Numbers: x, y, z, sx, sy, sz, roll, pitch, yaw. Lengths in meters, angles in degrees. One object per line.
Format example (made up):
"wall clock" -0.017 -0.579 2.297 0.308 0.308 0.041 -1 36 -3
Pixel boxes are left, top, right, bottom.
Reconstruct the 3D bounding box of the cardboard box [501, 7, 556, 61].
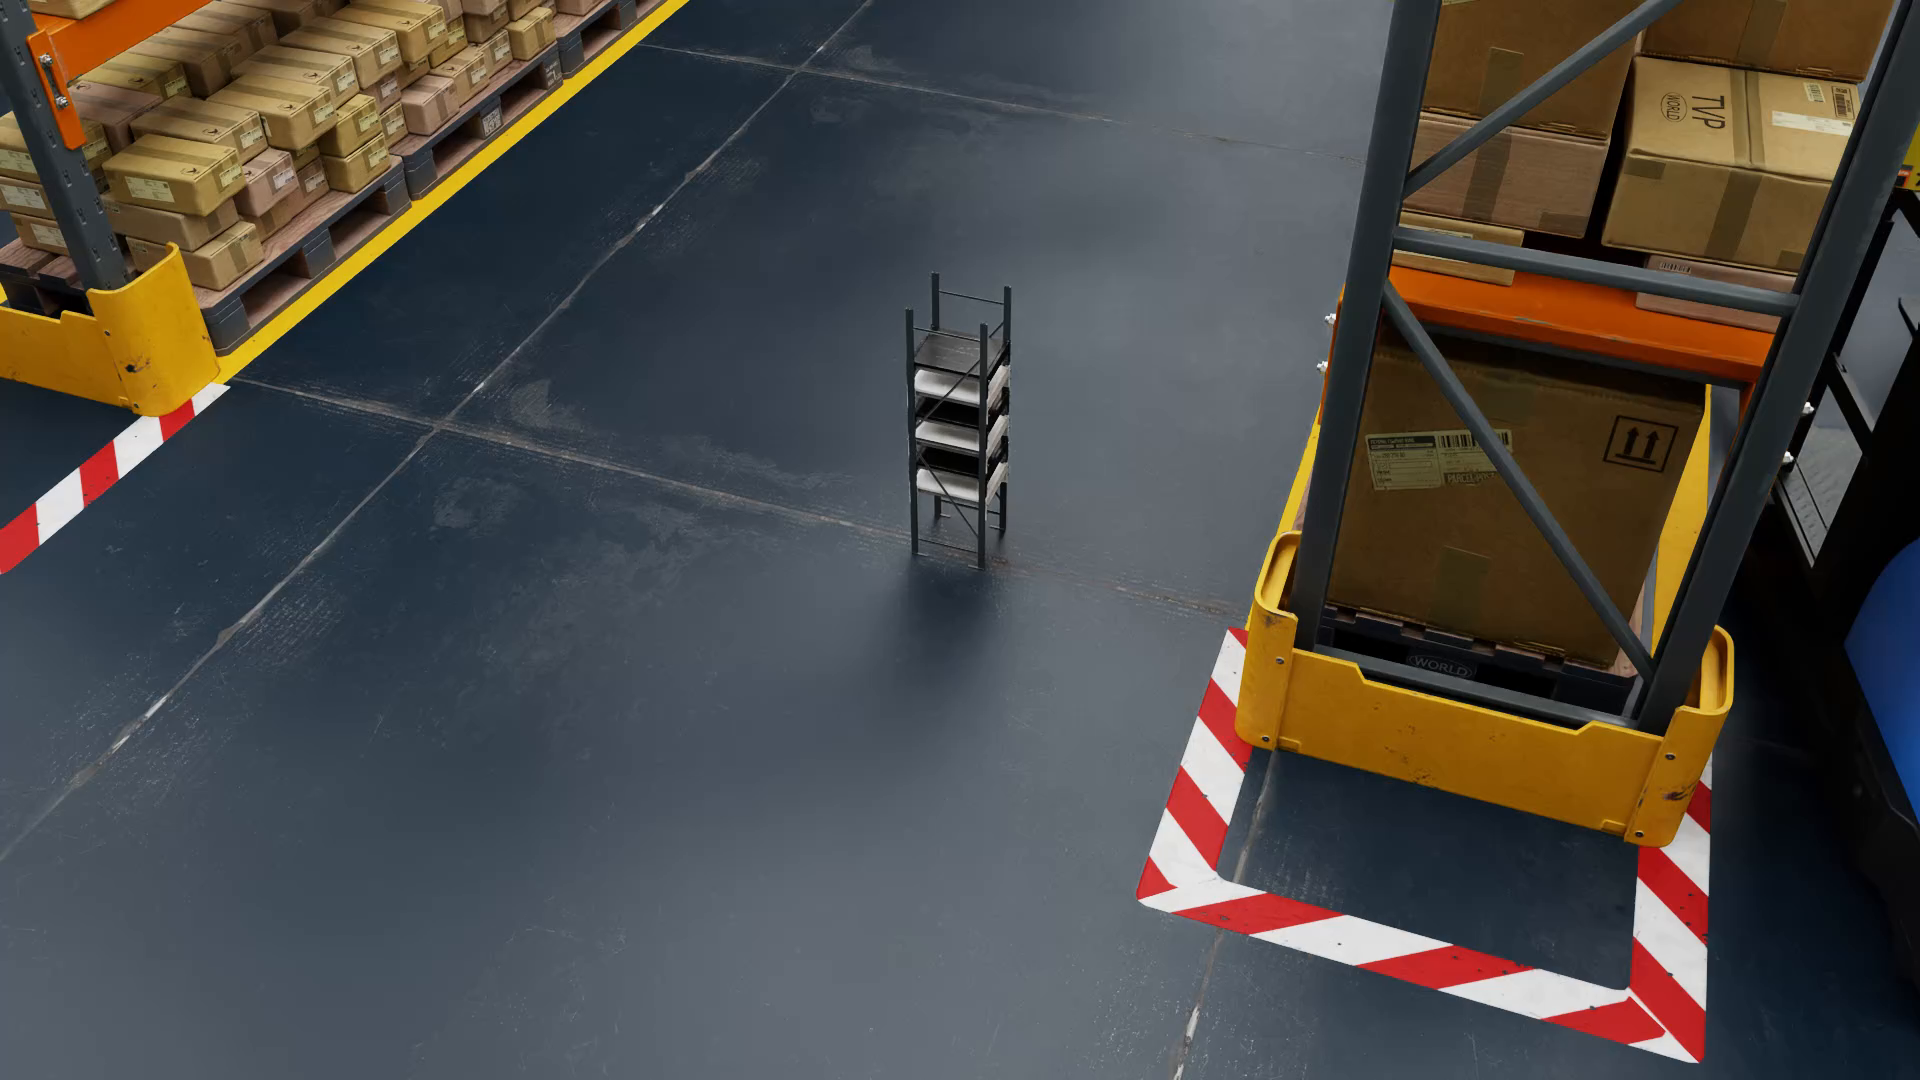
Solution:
"cardboard box" -2.064 -2.310 7.519 0.380 0.149 0.250 13 42 15

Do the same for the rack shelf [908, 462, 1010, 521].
"rack shelf" -0.003 -0.175 5.091 0.258 0.077 0.200 13 42 15

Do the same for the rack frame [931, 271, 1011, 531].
"rack frame" 0.032 -0.399 5.025 0.240 0.900 0.006 13 42 15

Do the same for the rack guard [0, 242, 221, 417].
"rack guard" -3.238 -0.837 5.845 1.175 0.500 0.348 13 42 15

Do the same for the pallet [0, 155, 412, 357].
"pallet" -2.927 -1.214 6.511 1.003 0.211 1.213 13 42 15

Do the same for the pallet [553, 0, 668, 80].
"pallet" -2.092 -2.703 8.255 1.003 0.211 1.213 13 42 15

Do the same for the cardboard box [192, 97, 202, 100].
"cardboard box" -3.175 -1.632 6.496 0.380 0.149 0.250 12 42 13

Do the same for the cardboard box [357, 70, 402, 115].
"cardboard box" -2.505 -1.831 6.729 0.380 0.149 0.250 11 42 13

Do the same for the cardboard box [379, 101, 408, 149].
"cardboard box" -2.505 -1.704 6.809 0.380 0.149 0.250 13 42 15

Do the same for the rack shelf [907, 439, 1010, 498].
"rack shelf" -0.003 -0.244 5.032 0.258 0.077 0.200 13 42 15

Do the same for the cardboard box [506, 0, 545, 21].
"cardboard box" -2.108 -2.481 7.490 0.380 0.149 0.250 14 43 16

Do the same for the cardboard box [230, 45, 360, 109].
"cardboard box" -2.571 -1.777 6.436 0.380 0.149 0.250 11 42 13

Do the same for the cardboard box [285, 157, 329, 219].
"cardboard box" -2.693 -1.396 6.448 0.380 0.149 0.250 14 42 16

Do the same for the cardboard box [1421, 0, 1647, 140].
"cardboard box" 1.282 -1.276 3.743 0.500 0.500 0.500 14 42 16

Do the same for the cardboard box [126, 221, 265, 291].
"cardboard box" -2.784 -1.065 6.060 0.380 0.149 0.250 14 42 16

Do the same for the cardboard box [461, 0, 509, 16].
"cardboard box" -2.150 -2.396 7.162 0.380 0.149 0.250 12 42 14

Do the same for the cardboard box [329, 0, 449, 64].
"cardboard box" -2.334 -2.094 6.808 0.380 0.149 0.250 14 42 16

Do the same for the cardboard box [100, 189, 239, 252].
"cardboard box" -2.843 -1.192 5.980 0.380 0.149 0.250 15 43 17

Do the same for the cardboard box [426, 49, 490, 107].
"cardboard box" -2.267 -2.011 7.169 0.380 0.149 0.250 13 42 15

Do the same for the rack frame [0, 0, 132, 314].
"rack frame" -3.264 -1.741 4.980 1.000 3.000 0.127 13 42 15

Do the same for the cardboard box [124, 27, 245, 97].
"cardboard box" -3.064 -1.892 6.572 0.380 0.149 0.250 12 42 13

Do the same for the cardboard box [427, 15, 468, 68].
"cardboard box" -2.349 -2.168 7.124 0.380 0.149 0.250 15 43 17

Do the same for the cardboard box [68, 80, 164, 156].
"cardboard box" -3.181 -1.562 6.185 0.380 0.149 0.250 14 42 16

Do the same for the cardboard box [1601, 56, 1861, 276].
"cardboard box" 1.781 -0.868 3.842 0.500 0.250 0.500 12 42 14

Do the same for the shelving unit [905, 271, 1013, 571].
"shelving unit" -0.003 -0.337 4.952 0.258 0.900 0.210 13 42 15

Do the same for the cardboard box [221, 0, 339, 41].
"cardboard box" -2.830 -2.205 6.938 0.380 0.149 0.250 12 42 14

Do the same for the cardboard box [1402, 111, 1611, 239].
"cardboard box" 1.279 -0.989 3.985 0.500 0.250 0.500 13 42 14

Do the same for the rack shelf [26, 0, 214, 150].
"rack shelf" -2.580 -2.687 6.643 1.077 0.370 4.000 13 42 15

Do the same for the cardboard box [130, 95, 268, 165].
"cardboard box" -2.784 -1.482 6.090 0.380 0.149 0.250 14 42 16

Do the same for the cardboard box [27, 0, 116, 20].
"cardboard box" -2.845 -1.770 5.208 0.380 0.149 0.250 13 42 15

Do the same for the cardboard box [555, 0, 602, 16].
"cardboard box" -1.907 -2.626 7.890 0.380 0.149 0.250 12 42 14

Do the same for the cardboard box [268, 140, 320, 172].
"cardboard box" -2.696 -1.516 6.359 0.380 0.149 0.250 14 42 16

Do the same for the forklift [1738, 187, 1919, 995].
"forklift" 2.915 -0.855 3.994 1.130 2.935 3.031 4 41 5

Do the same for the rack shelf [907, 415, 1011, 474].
"rack shelf" -0.003 -0.312 4.974 0.258 0.077 0.200 13 42 15
